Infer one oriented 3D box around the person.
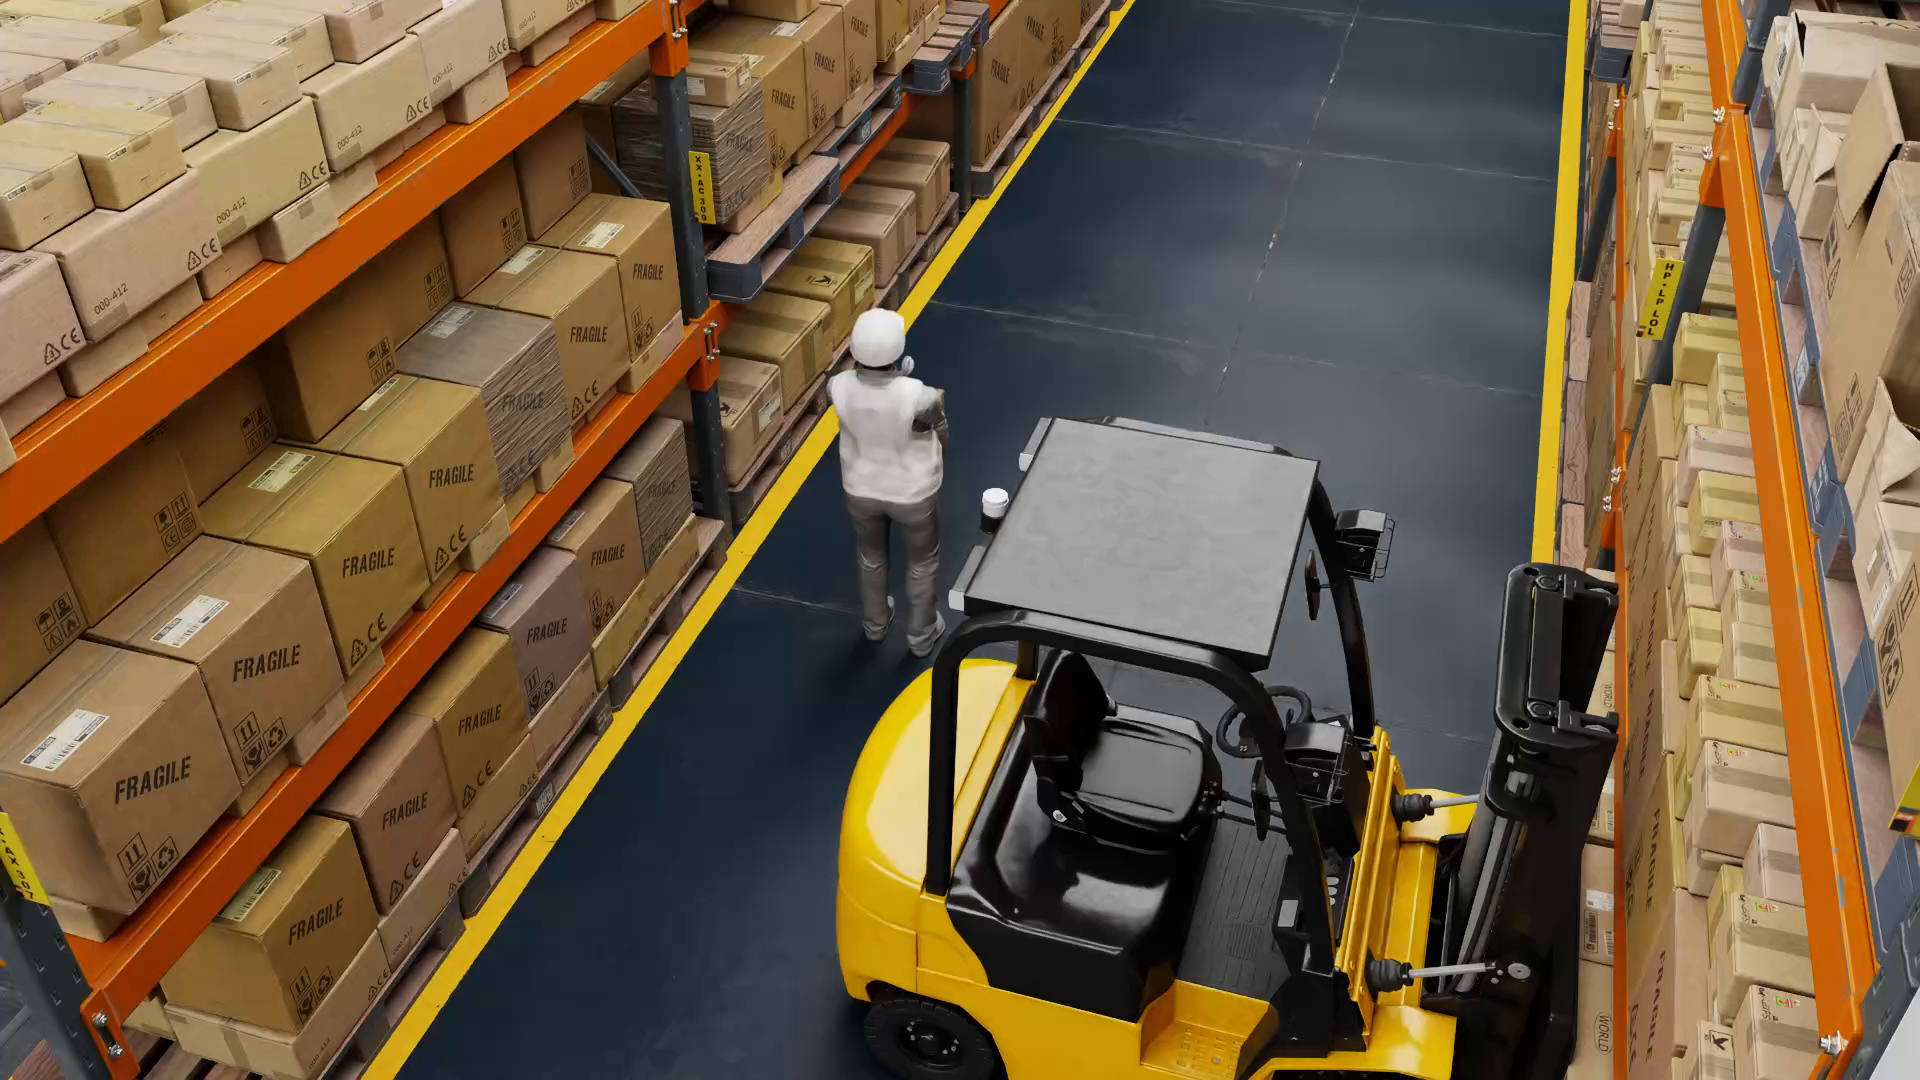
[{"bbox_3d":[-0.288,-0.299,7.277,0.494,1.762,0.562,9,38,11],"label":"person"}]
